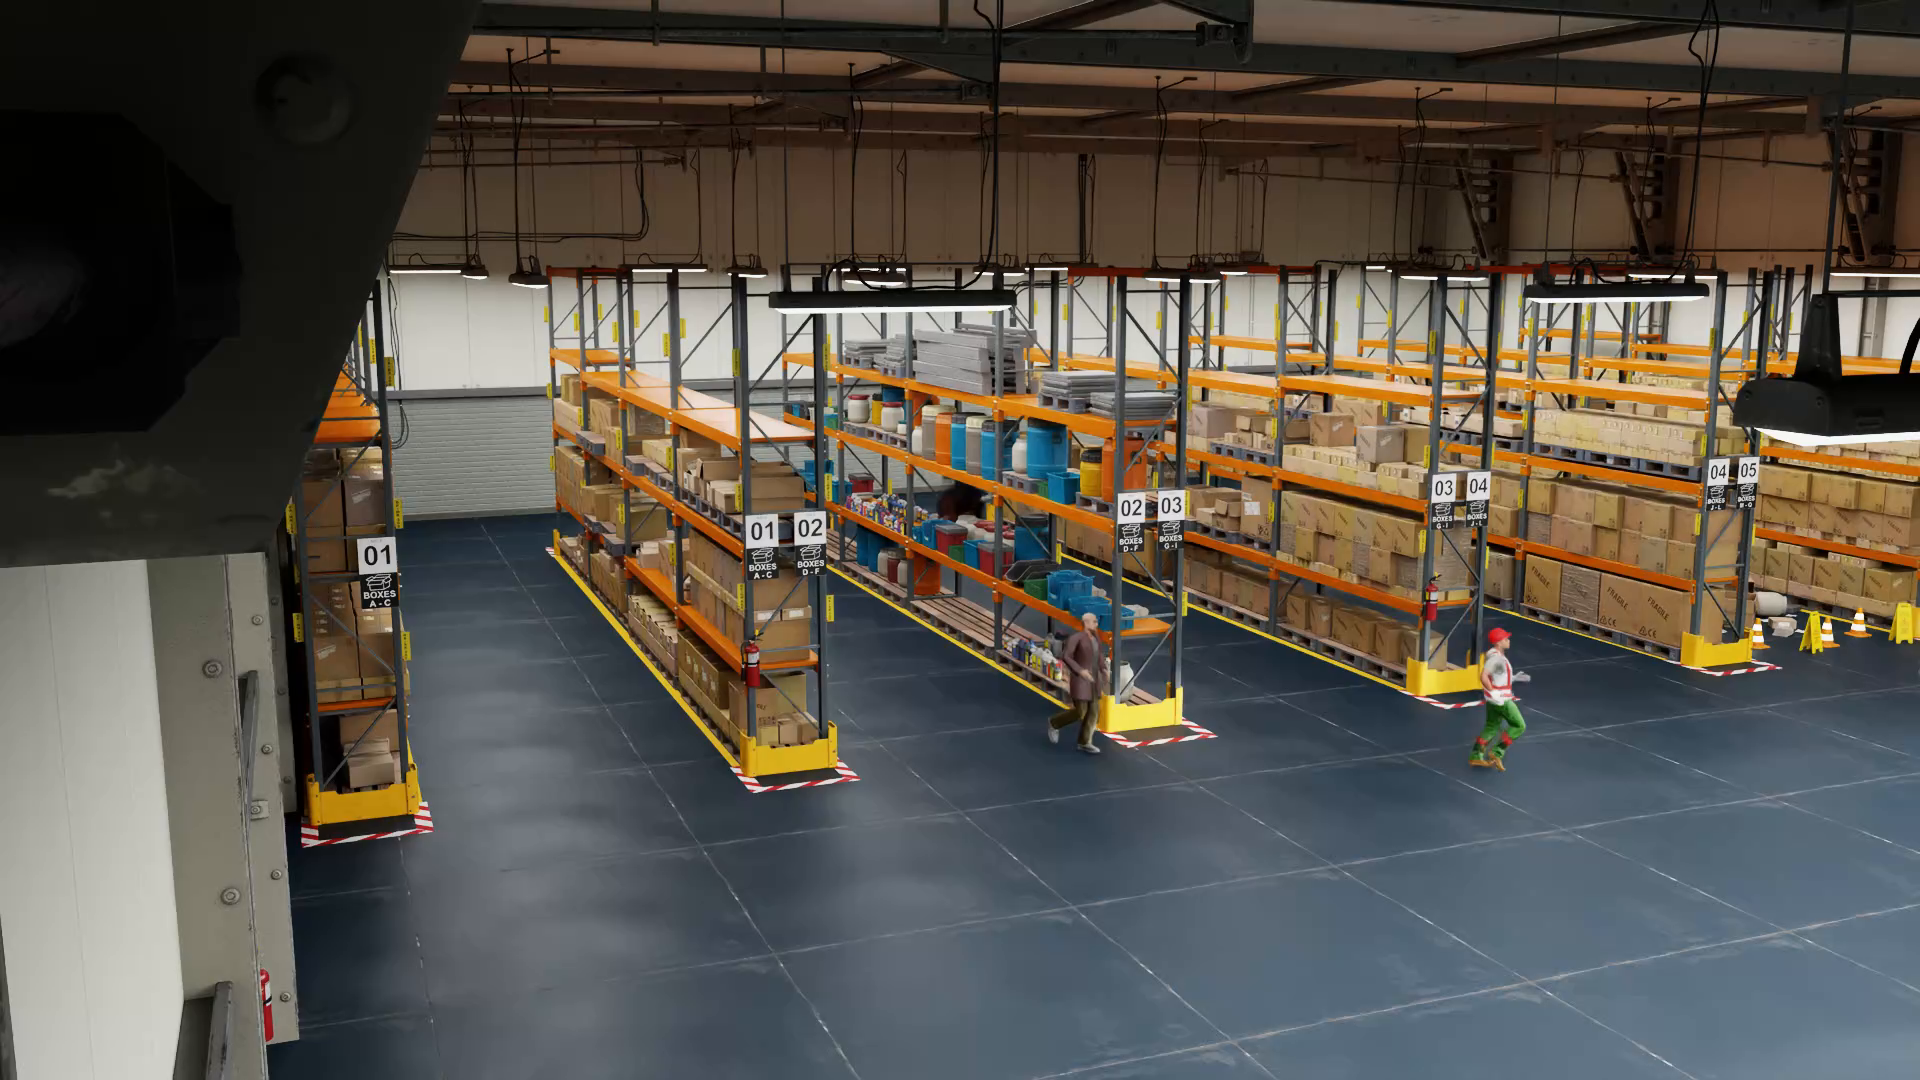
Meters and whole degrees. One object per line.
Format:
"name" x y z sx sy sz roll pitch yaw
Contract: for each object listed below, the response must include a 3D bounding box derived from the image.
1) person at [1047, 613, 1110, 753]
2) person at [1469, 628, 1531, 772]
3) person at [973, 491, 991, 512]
"person" 1.609 1.797 21.347 0.835 1.735 0.763 9 13 41
"person" 6.617 1.950 20.316 0.685 1.775 0.646 1 10 6
"person" 0.675 -1.330 39.911 0.711 1.619 0.595 -3 10 -15
